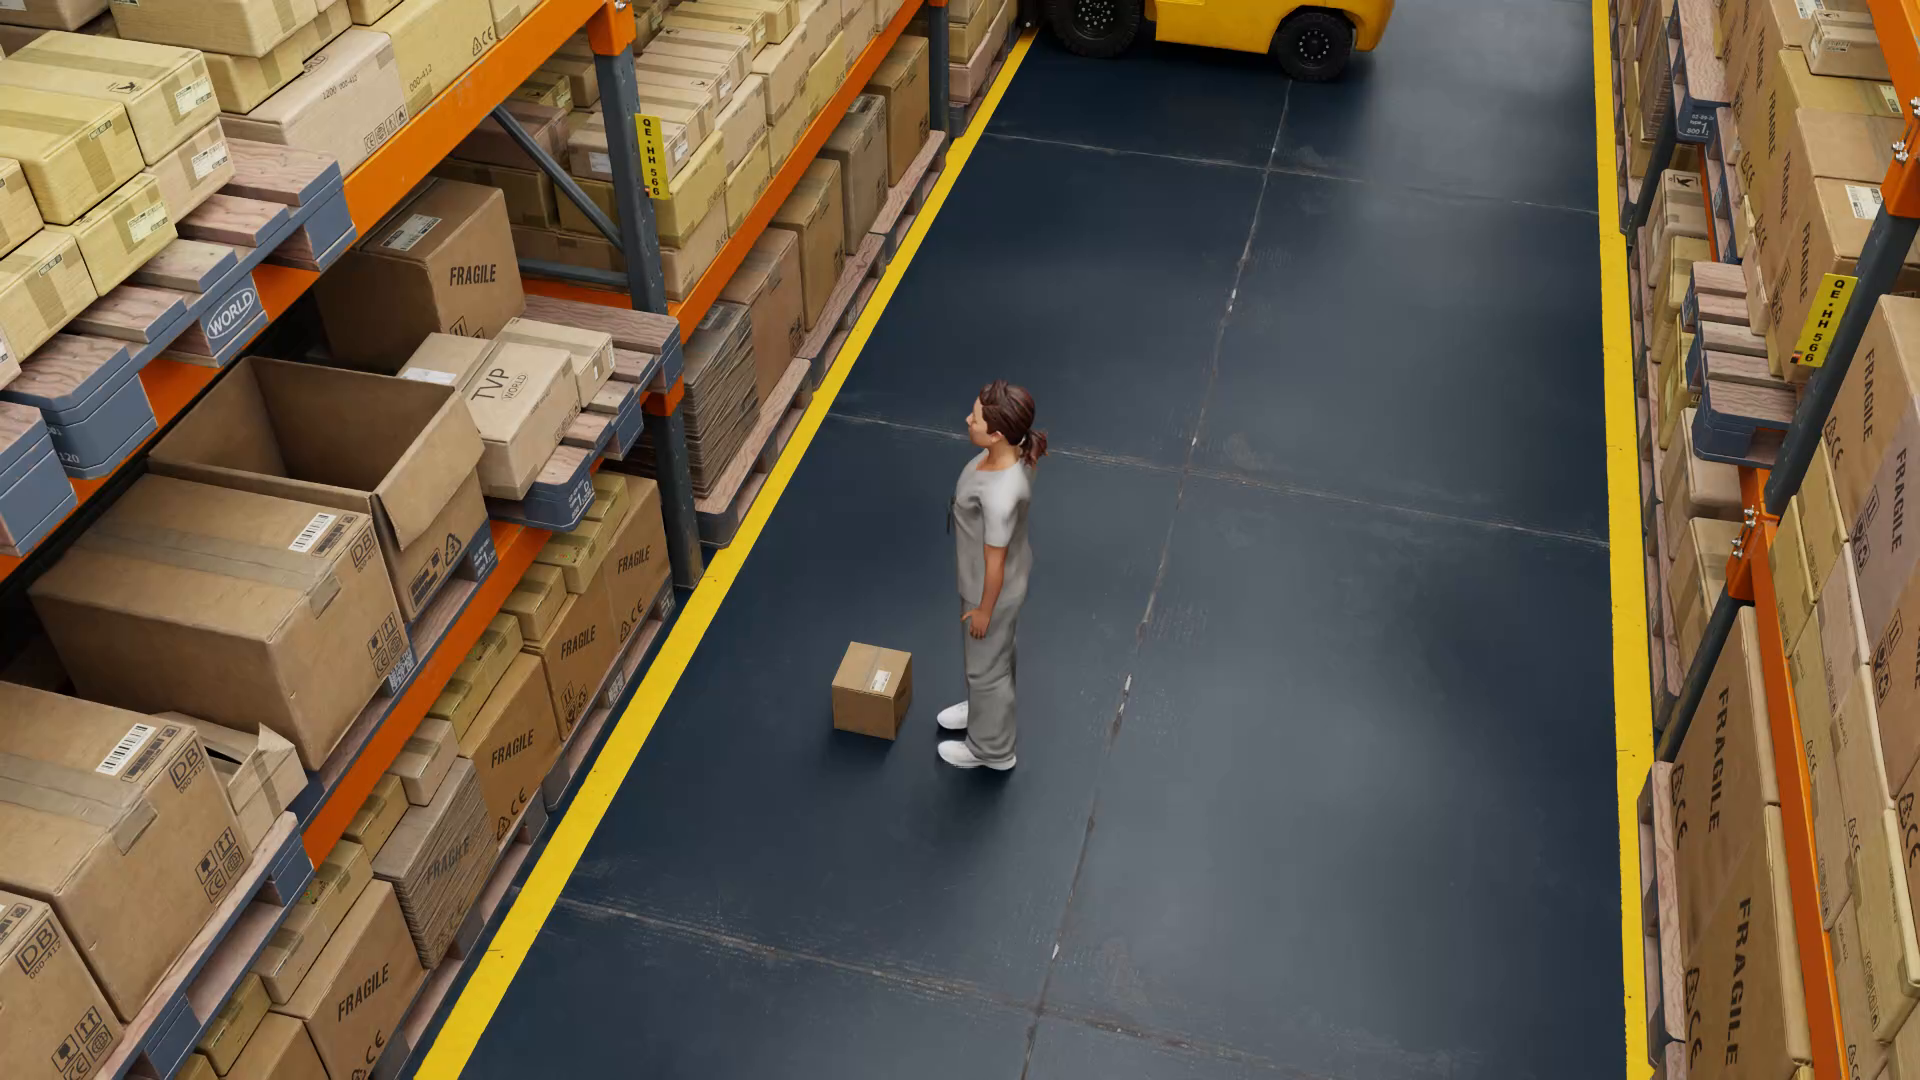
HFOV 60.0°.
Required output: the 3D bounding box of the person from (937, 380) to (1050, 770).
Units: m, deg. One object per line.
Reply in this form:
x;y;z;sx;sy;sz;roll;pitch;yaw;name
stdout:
0.104;0.141;5.994;0.404;1.679;0.454;7;42;7;person
